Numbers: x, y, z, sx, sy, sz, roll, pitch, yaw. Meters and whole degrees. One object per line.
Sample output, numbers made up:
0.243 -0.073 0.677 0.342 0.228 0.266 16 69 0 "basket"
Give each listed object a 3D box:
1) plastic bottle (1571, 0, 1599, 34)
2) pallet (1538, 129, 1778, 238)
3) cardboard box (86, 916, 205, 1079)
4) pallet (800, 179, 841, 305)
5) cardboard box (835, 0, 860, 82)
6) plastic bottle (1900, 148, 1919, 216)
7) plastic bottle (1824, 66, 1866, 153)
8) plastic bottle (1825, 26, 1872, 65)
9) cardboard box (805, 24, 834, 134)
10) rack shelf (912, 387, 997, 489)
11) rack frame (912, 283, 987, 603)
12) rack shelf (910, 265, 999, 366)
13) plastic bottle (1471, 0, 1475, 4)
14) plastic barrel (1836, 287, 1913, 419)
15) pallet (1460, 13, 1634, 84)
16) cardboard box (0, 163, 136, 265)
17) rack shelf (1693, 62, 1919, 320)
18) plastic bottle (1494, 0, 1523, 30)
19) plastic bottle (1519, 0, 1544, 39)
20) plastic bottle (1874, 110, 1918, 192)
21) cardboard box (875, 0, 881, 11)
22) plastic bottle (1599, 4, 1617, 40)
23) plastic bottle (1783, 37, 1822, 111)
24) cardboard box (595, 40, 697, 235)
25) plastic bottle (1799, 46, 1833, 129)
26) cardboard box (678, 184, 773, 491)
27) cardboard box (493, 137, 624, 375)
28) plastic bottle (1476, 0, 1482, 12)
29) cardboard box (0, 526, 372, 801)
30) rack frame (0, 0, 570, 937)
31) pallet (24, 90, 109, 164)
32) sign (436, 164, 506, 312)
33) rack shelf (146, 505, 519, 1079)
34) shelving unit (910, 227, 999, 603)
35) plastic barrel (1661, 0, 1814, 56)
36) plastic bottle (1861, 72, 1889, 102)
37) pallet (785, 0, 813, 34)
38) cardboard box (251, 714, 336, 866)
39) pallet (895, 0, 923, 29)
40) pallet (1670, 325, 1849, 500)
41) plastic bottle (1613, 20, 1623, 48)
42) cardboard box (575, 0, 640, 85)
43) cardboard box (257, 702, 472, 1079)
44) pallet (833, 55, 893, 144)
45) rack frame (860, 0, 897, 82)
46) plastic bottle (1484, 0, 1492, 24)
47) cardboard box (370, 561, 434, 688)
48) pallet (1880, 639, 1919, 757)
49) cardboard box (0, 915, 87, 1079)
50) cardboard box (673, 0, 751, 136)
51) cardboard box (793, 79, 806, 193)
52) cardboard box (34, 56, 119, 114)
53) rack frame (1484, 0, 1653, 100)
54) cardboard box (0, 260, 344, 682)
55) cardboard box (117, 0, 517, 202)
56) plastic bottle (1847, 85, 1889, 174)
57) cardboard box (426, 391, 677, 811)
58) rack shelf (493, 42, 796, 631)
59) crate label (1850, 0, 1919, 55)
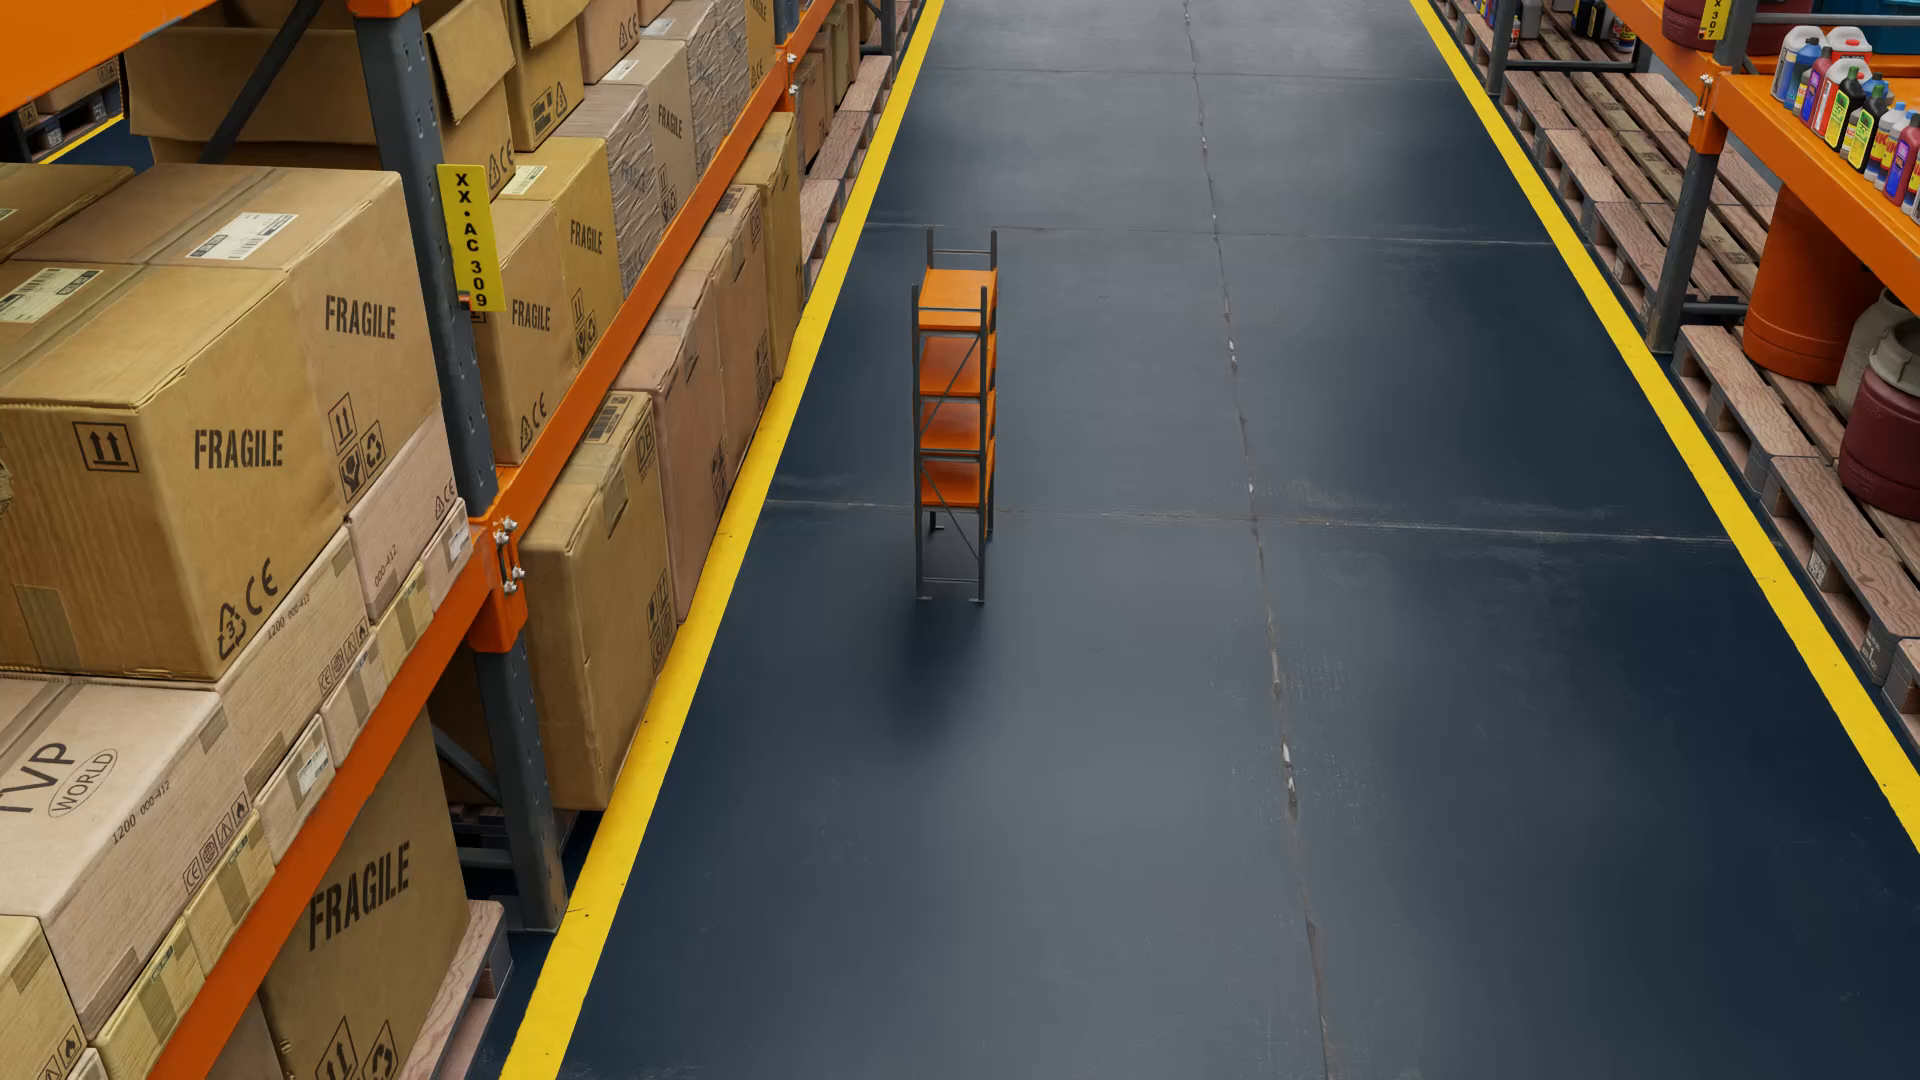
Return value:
4.337 -3.699 11.498 0.144 0.351 0.185 2 32 4 "plastic bottle"
3.879 -1.989 9.277 1.003 0.211 1.213 2 32 4 "pallet"
-1.389 0.696 2.502 0.380 0.149 0.250 2 32 3 "cardboard box"
-1.196 -1.570 8.596 1.003 0.211 1.213 2 32 4 "pallet"
-1.007 -3.243 10.616 0.700 0.500 0.500 0 32 0 "cardboard box"
3.187 -1.206 5.471 0.097 0.271 0.097 0 32 0 "plastic bottle"
3.224 -1.565 6.041 0.061 0.283 0.133 2 32 4 "plastic bottle"
3.470 -1.865 6.536 0.152 0.276 0.135 2 32 4 "plastic bottle"
-1.110 -2.702 9.738 0.700 0.500 0.500 0 32 0 "cardboard box"
-0.013 -0.367 5.830 0.258 0.148 0.480 2 32 4 "rack shelf"
-0.033 -0.297 5.588 0.240 1.200 0.015 2 32 4 "rack frame"
-0.013 -0.759 5.589 0.258 0.148 0.480 2 32 4 "rack shelf"
3.816 -4.074 12.182 0.097 0.271 0.097 0 32 0 "plastic bottle"
3.696 -0.701 6.499 0.421 0.512 0.421 0 32 0 "plastic barrel"
4.097 -3.391 11.551 1.003 0.211 1.213 2 32 4 "pallet"
-1.881 -0.399 3.183 0.500 0.500 0.500 2 32 4 "cardboard box"
3.513 -0.785 5.350 1.077 0.370 4.000 2 32 4 "rack shelf"
3.766 -3.637 11.398 0.144 0.351 0.185 2 32 3 "plastic bottle"
3.910 -3.631 11.388 0.144 0.351 0.185 2 32 4 "plastic bottle"
3.206 -1.327 5.667 0.097 0.271 0.097 0 32 0 "plastic bottle"
-0.824 -4.062 11.964 0.500 0.500 0.500 13 34 19 "cardboard box"
4.463 -3.574 11.368 0.152 0.276 0.135 4 32 6 "plastic bottle"
3.281 -1.810 6.451 0.097 0.271 0.097 0 32 0 "plastic bottle"
-1.182 -1.324 5.444 0.500 0.500 0.500 3 32 5 "cardboard box"
3.246 -1.705 6.268 0.061 0.283 0.133 2 32 4 "plastic bottle"
-1.418 -0.797 6.309 1.225 0.875 0.875 3 32 4 "cardboard box"
-1.260 -0.792 4.581 0.500 0.500 0.500 3 32 4 "cardboard box"
3.825 -3.959 11.992 0.152 0.276 0.135 3 32 5 "plastic bottle"
-1.401 0.193 2.937 0.500 0.250 0.500 3 32 5 "cardboard box"
-1.587 -0.257 3.808 1.000 3.000 0.127 2 32 4 "rack frame"
-5.955 -2.471 10.059 1.003 0.211 1.213 2 32 4 "pallet"
-1.034 -0.636 3.523 0.100 0.325 0.005 2 32 4 "sign"
-1.750 1.095 2.299 1.077 0.370 4.000 2 32 4 "rack shelf"
-0.013 -0.424 5.795 0.258 1.200 0.503 2 32 4 "shelving unit"
3.411 -2.450 7.237 0.600 0.536 0.708 2 32 4 "plastic barrel"
3.304 -1.566 6.054 0.097 0.271 0.097 0 32 0 "plastic bottle"
-1.309 -2.644 7.864 1.213 0.211 1.003 2 32 4 "pallet"
-1.348 0.427 2.938 0.380 0.149 0.250 3 32 5 "cardboard box"
-0.819 -4.245 12.937 1.003 0.211 1.213 2 32 4 "pallet"
3.653 -0.536 6.918 1.003 0.211 1.213 2 32 4 "pallet"
4.472 -3.425 11.197 0.097 0.201 0.097 0 32 0 "plastic bottle"
-1.441 -1.745 5.171 0.797 0.503 0.637 3 32 6 "cardboard box"
-1.720 0.811 3.700 0.875 0.875 0.875 2 32 4 "cardboard box"
-0.997 -2.846 10.666 1.003 0.211 1.213 2 32 4 "pallet"
-0.935 -4.440 10.596 1.000 3.000 0.127 2 32 4 "rack frame"
3.754 -3.796 11.720 0.061 0.283 0.133 5 32 7 "plastic bottle"
-1.306 0.159 3.373 0.380 0.149 0.250 3 32 5 "cardboard box"
3.454 0.740 4.848 1.003 0.211 1.213 2 32 4 "pallet"
-1.487 0.725 2.074 0.500 0.250 0.500 2 32 3 "cardboard box"
-1.101 -1.862 6.317 0.500 0.500 0.500 2 32 4 "cardboard box"
-1.194 -2.113 8.783 0.700 0.500 0.500 0 32 0 "cardboard box"
-5.914 -3.093 10.154 1.050 0.750 0.750 2 32 4 "cardboard box"
4.001 -4.228 10.252 1.000 3.000 0.127 2 32 4 "rack frame"
-1.403 -0.125 2.739 0.500 0.500 0.500 3 32 4 "cardboard box"
-1.543 -1.061 4.061 0.797 0.503 0.637 2 32 3 "cardboard box"
3.205 -1.444 5.845 0.061 0.283 0.133 2 32 4 "plastic bottle"
-1.555 0.133 4.799 1.225 0.875 0.875 3 32 4 "cardboard box"
-1.424 -0.996 5.693 1.077 0.370 4.000 2 32 4 "rack shelf"
4.083 -2.270 7.234 0.303 0.233 0.416 2 32 4 "crate label"
